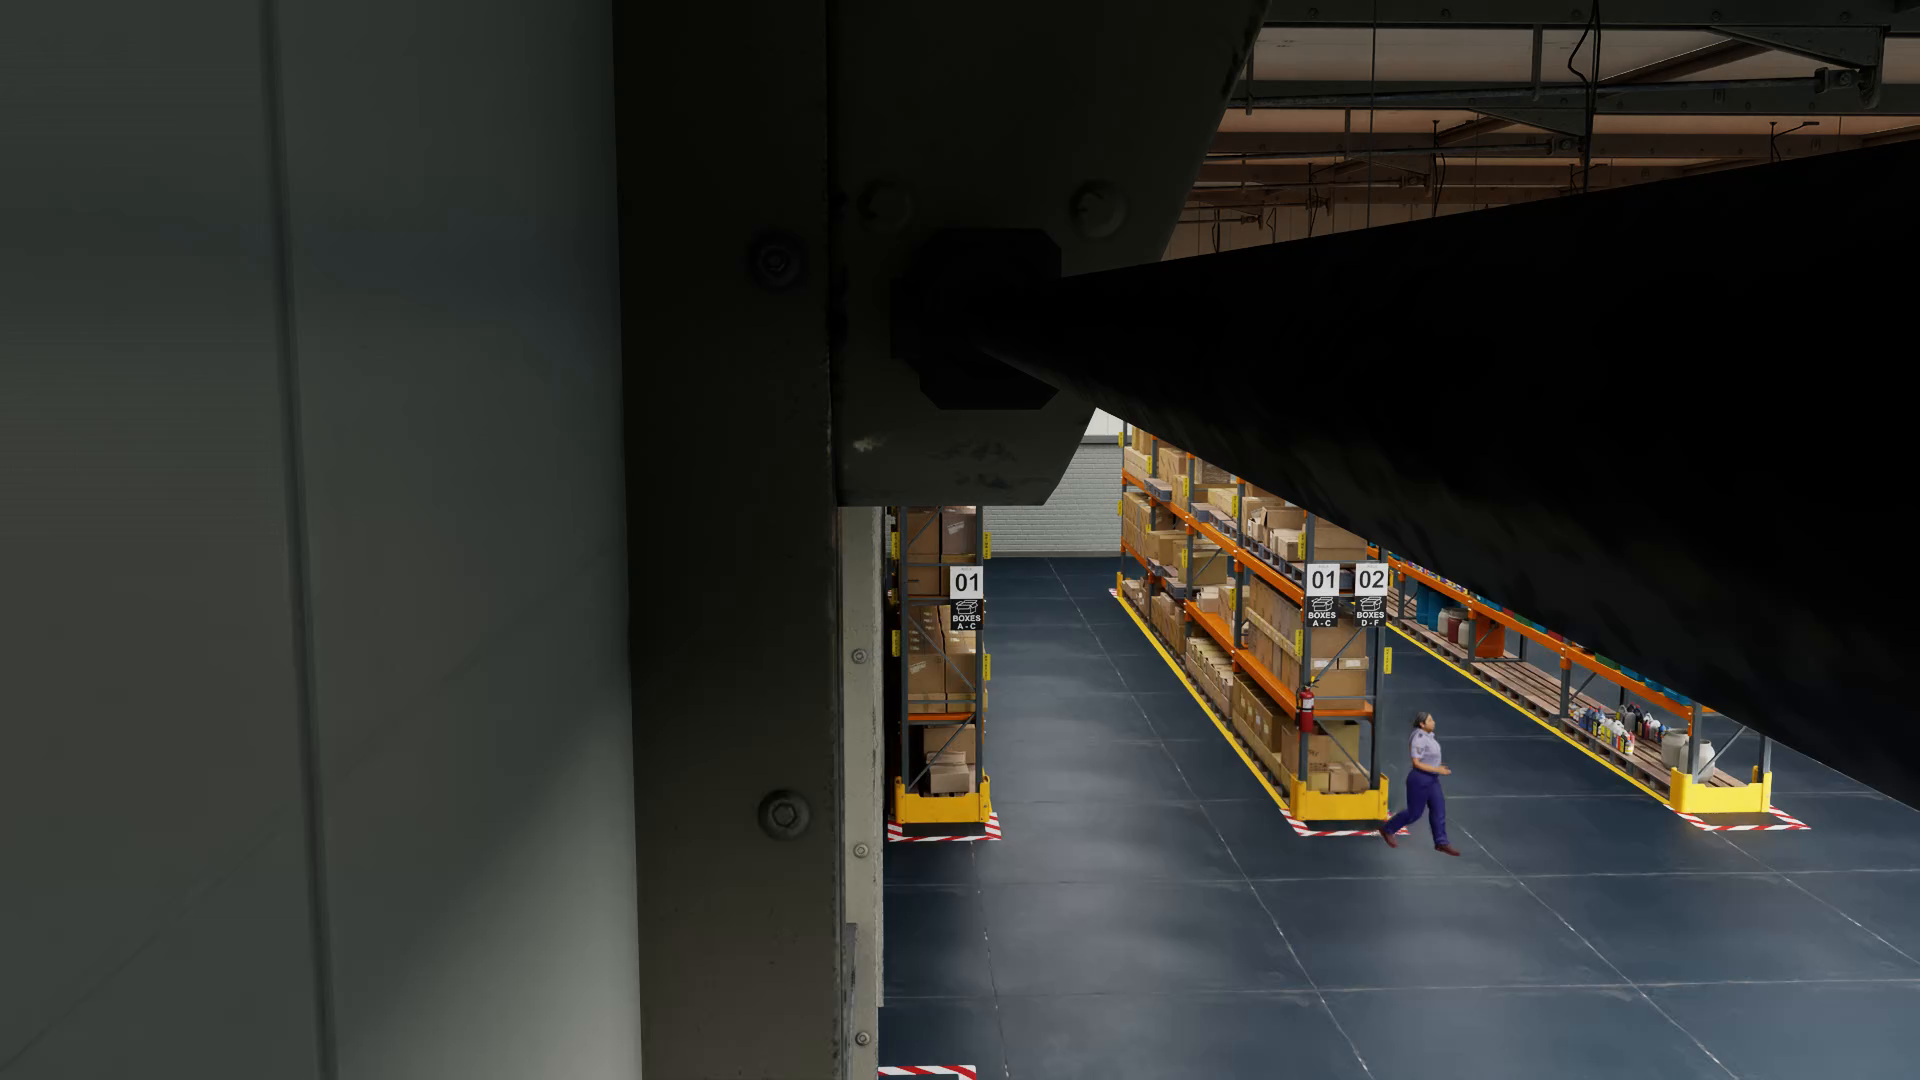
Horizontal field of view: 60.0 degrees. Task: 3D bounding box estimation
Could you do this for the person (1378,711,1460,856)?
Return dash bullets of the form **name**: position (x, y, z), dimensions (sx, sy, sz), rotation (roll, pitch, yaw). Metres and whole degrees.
- **person**: position (5.247, 2.742, 18.897), dimensions (0.917, 1.631, 0.623), rotation (4, 9, 28)
